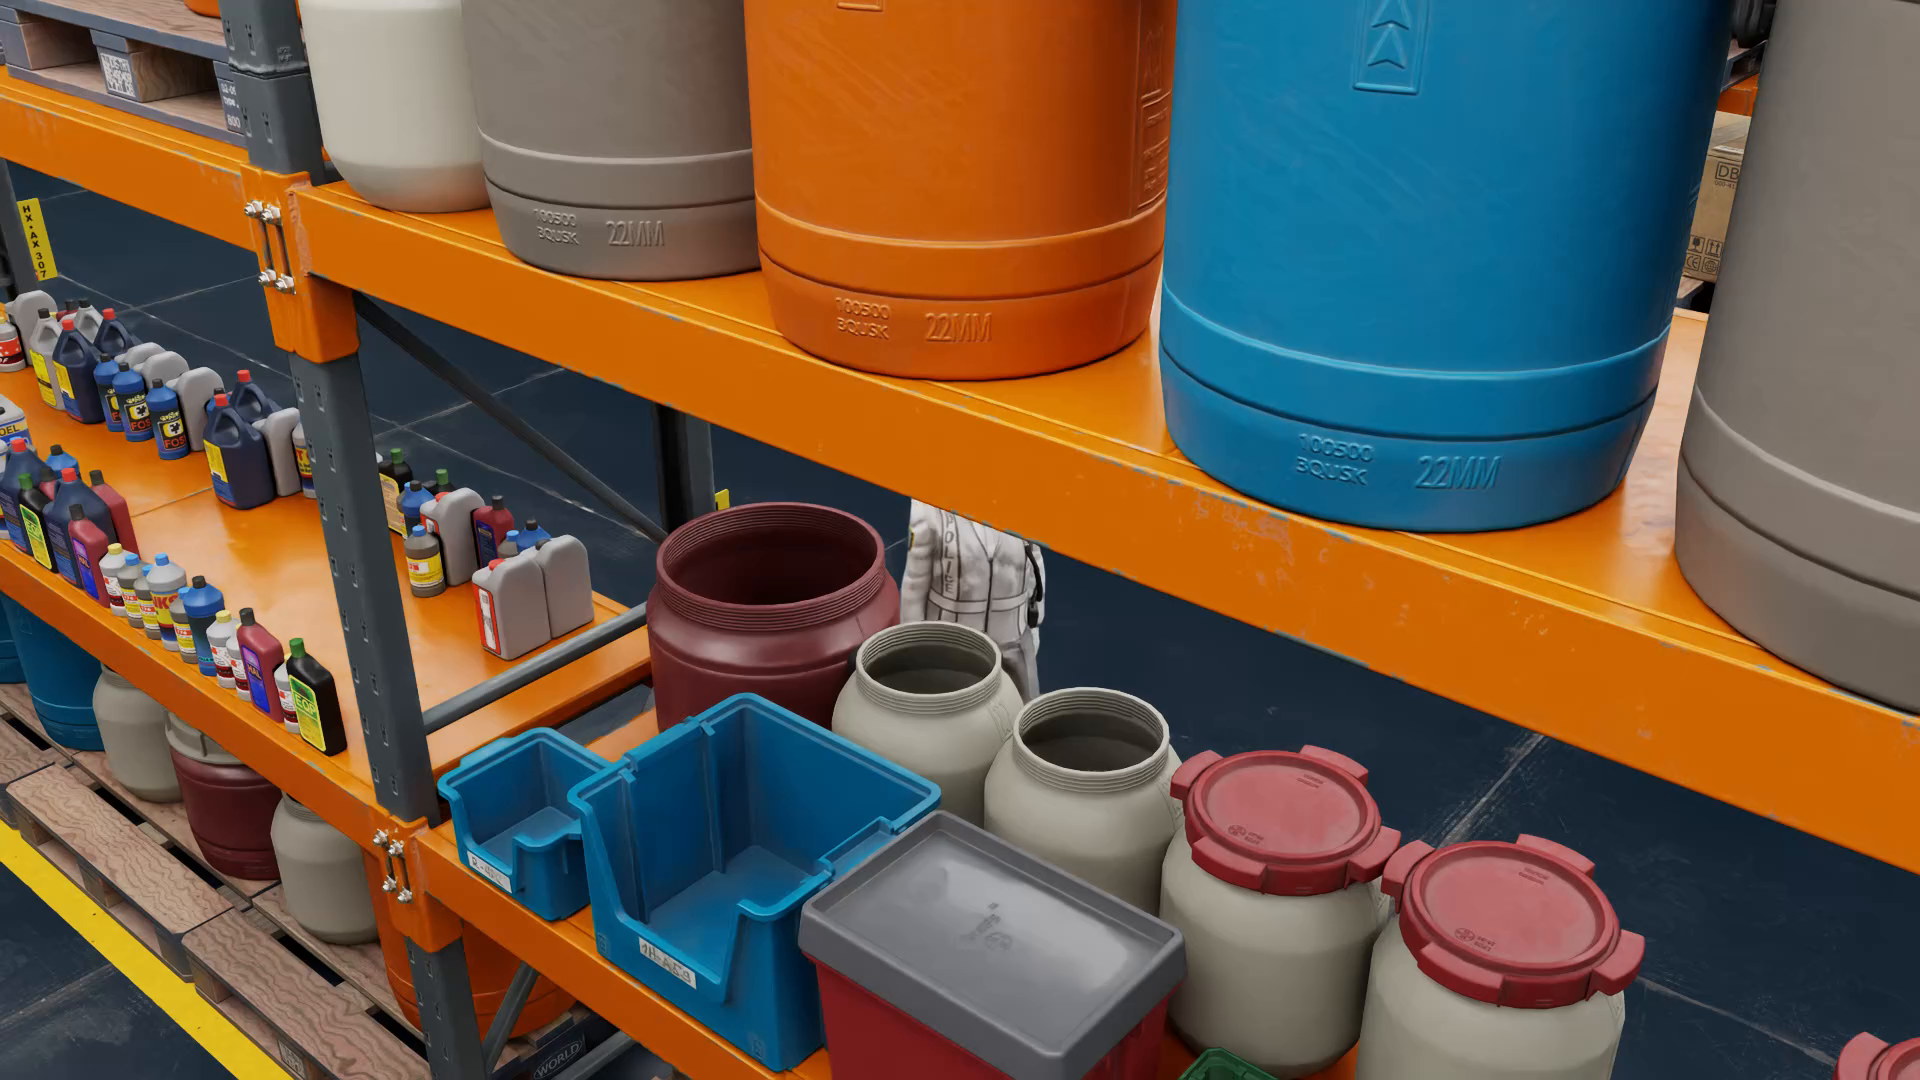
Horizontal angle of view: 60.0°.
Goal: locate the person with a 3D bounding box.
[{"bbox_3d":[0.062,0.371,5.411,0.510,1.724,0.436,-6,28,-12],"label":"person"}]
